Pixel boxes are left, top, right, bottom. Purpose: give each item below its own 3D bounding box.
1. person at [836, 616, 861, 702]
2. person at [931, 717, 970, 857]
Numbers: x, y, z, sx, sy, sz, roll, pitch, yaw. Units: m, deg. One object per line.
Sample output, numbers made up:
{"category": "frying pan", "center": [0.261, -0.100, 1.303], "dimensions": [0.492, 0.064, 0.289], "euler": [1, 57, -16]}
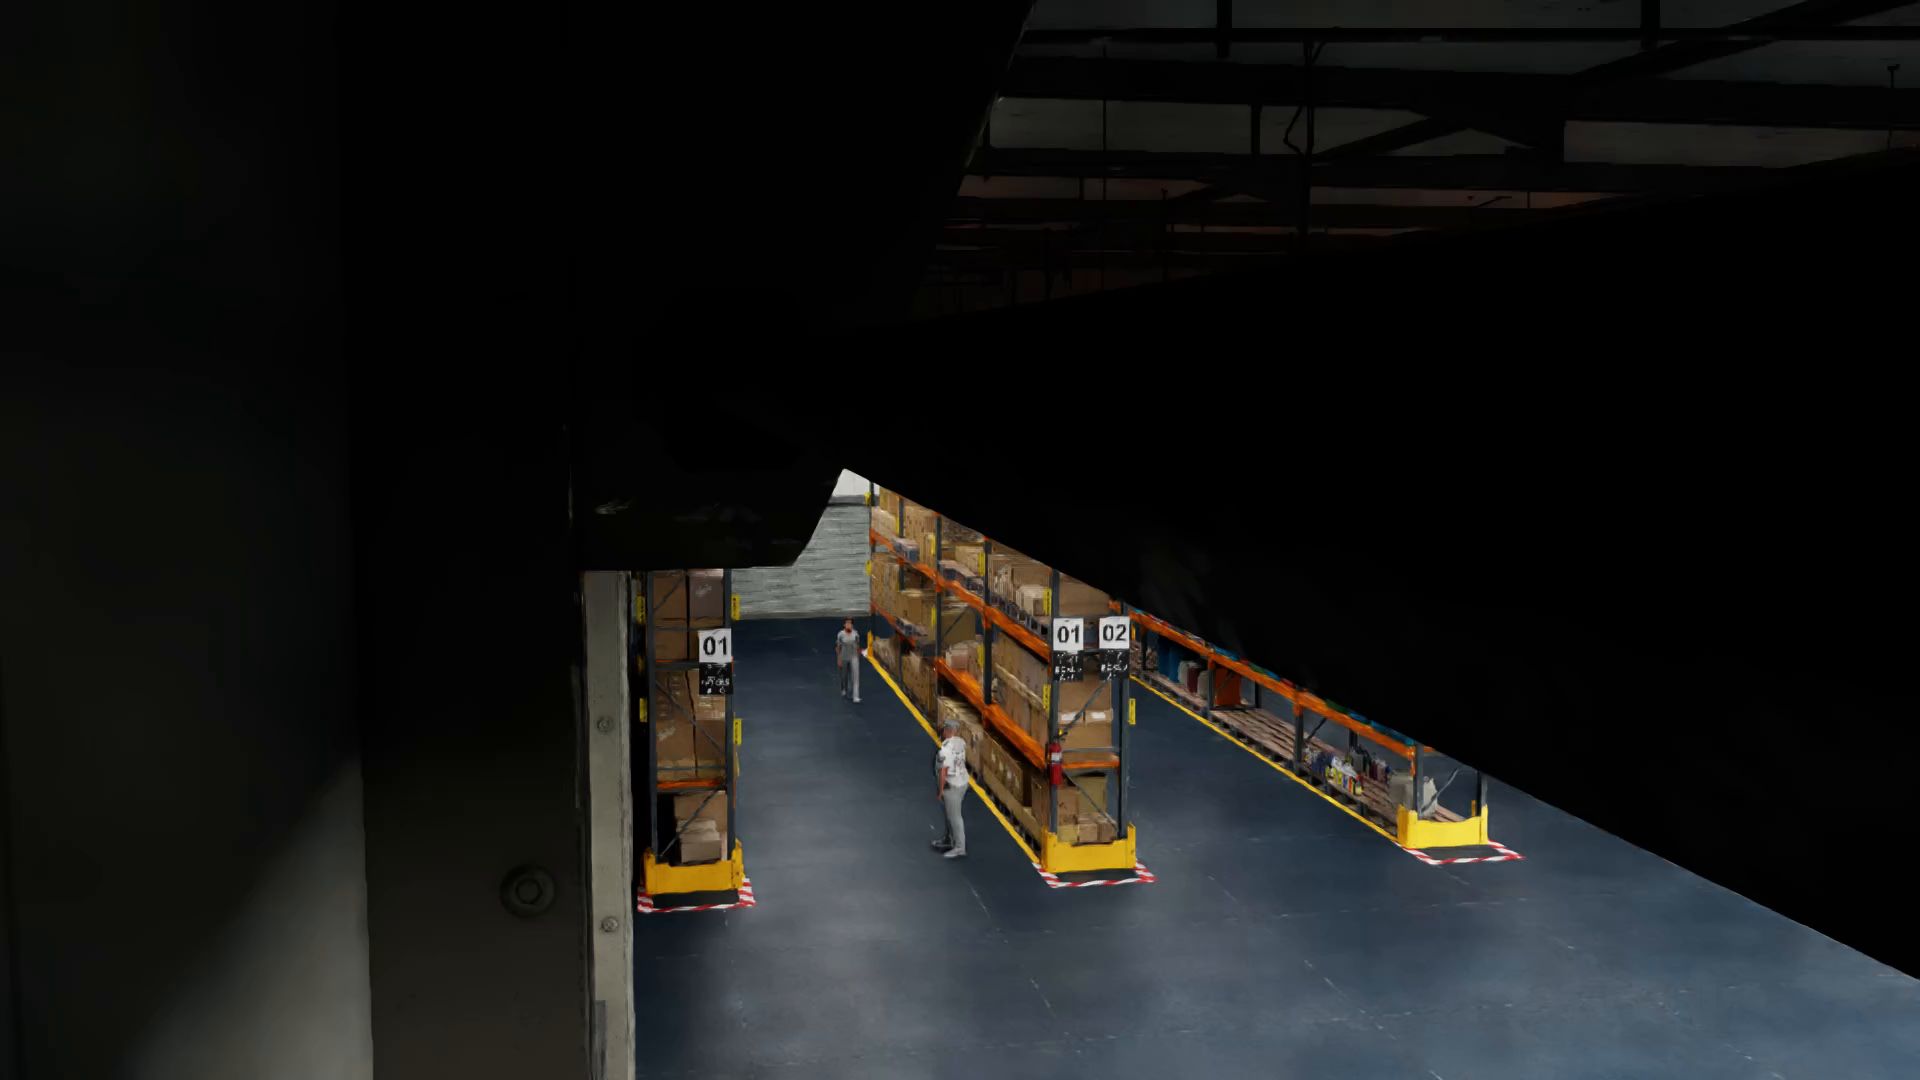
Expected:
{"category": "person", "center": [-2.127, 2.232, 31.549], "dimensions": [0.446, 1.590, 1.110], "euler": [-1, 6, -9]}
{"category": "person", "center": [-0.145, 3.188, 21.652], "dimensions": [0.586, 1.748, 0.654], "euler": [2, 6, 21]}
